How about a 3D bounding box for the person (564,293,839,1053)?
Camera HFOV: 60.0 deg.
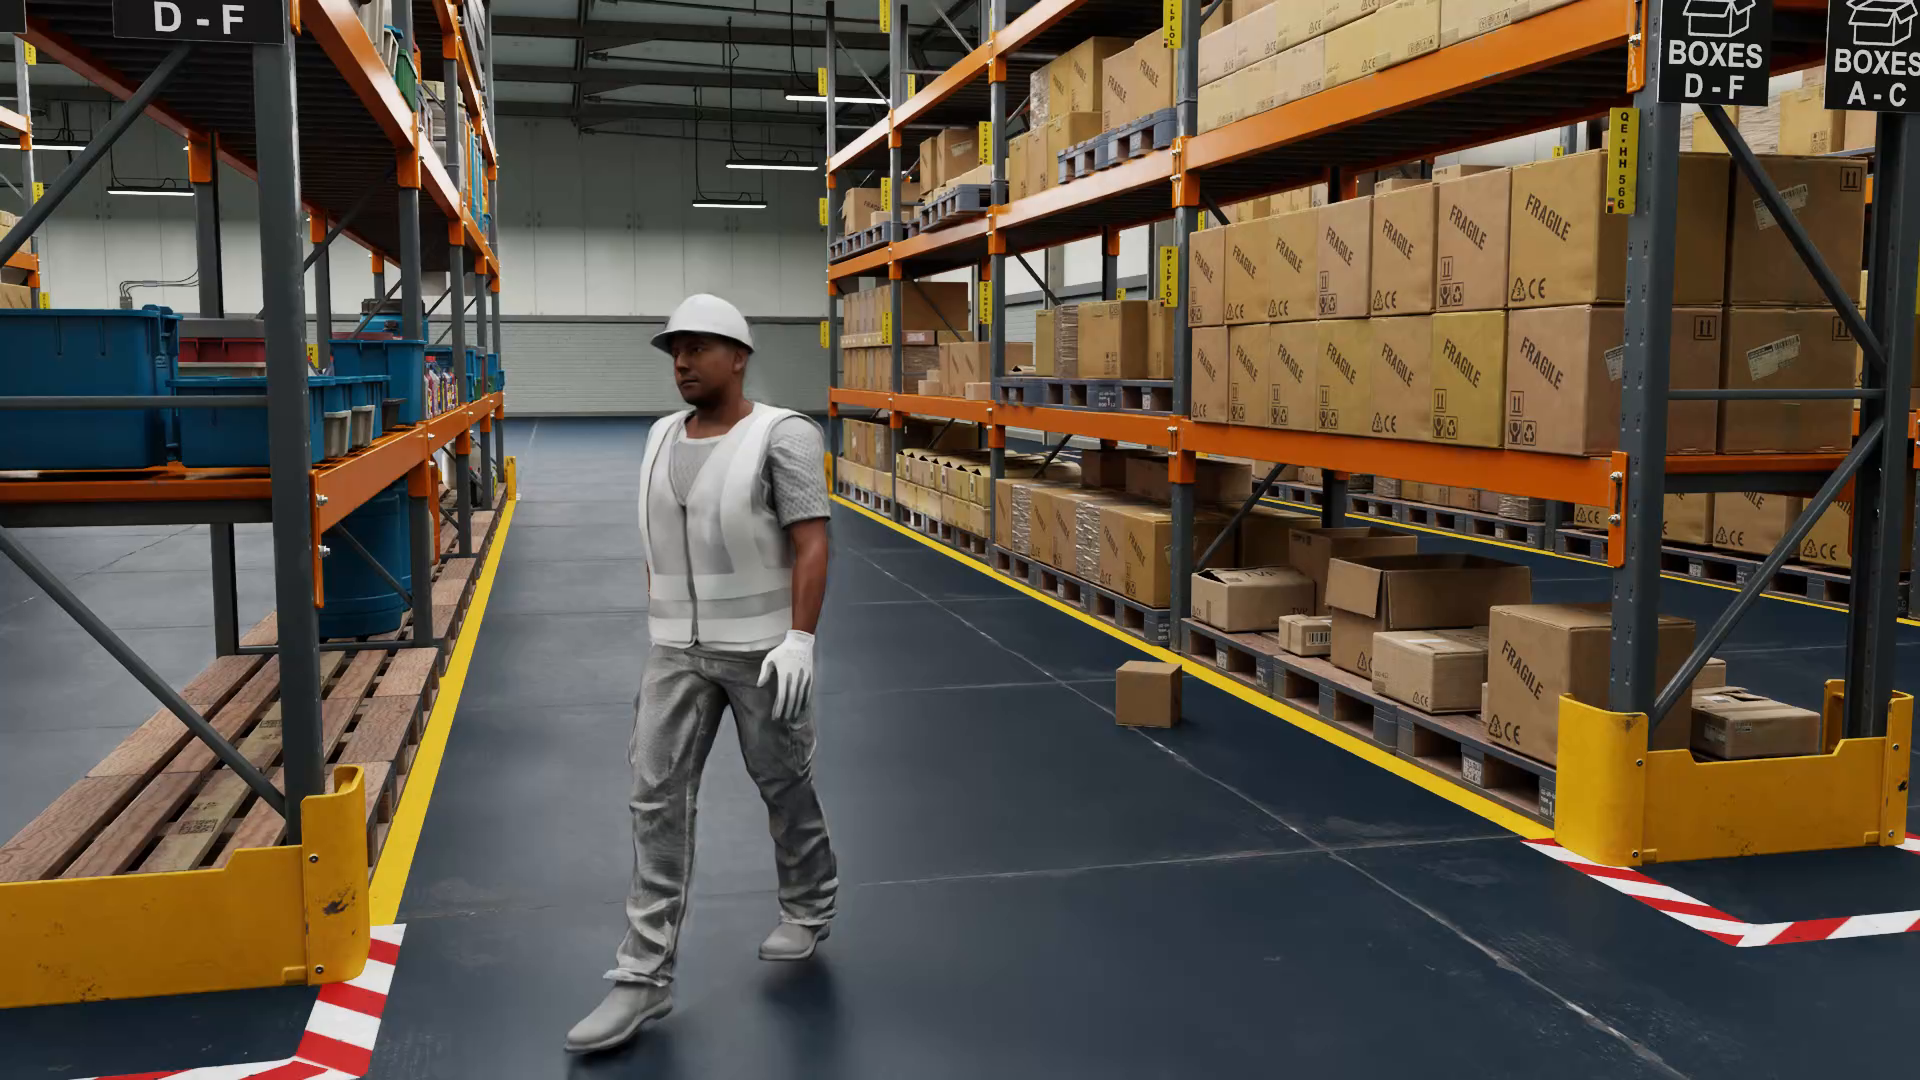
[{"bbox_3d":[-0.616,0.273,4.096,0.620,1.752,0.922,3,7,23],"label":"person"}]
